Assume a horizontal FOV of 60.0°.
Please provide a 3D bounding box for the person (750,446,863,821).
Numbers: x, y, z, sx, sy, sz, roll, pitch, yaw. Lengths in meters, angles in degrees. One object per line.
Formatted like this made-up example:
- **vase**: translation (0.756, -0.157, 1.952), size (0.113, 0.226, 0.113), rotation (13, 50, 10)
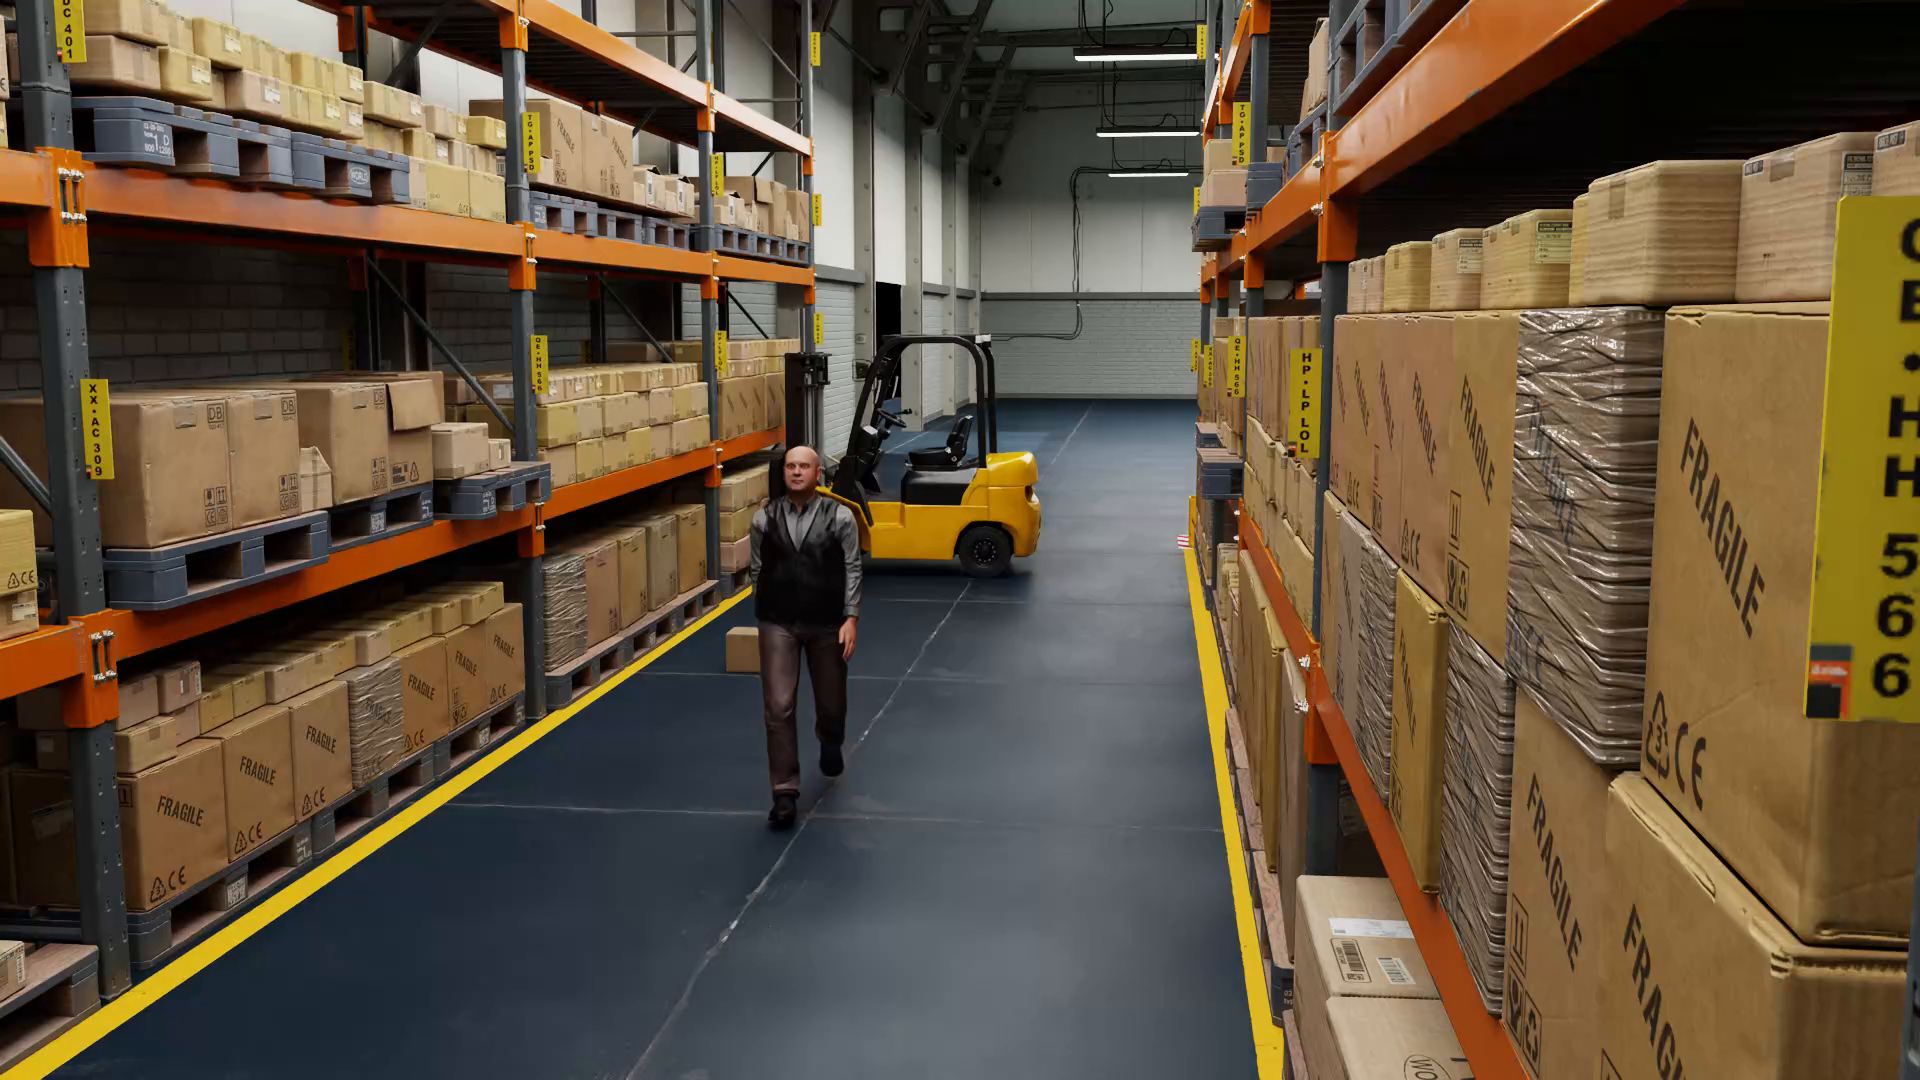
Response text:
- **person**: translation (-0.721, 0.404, 7.827), size (0.535, 1.690, 0.913), rotation (0, 8, -2)
